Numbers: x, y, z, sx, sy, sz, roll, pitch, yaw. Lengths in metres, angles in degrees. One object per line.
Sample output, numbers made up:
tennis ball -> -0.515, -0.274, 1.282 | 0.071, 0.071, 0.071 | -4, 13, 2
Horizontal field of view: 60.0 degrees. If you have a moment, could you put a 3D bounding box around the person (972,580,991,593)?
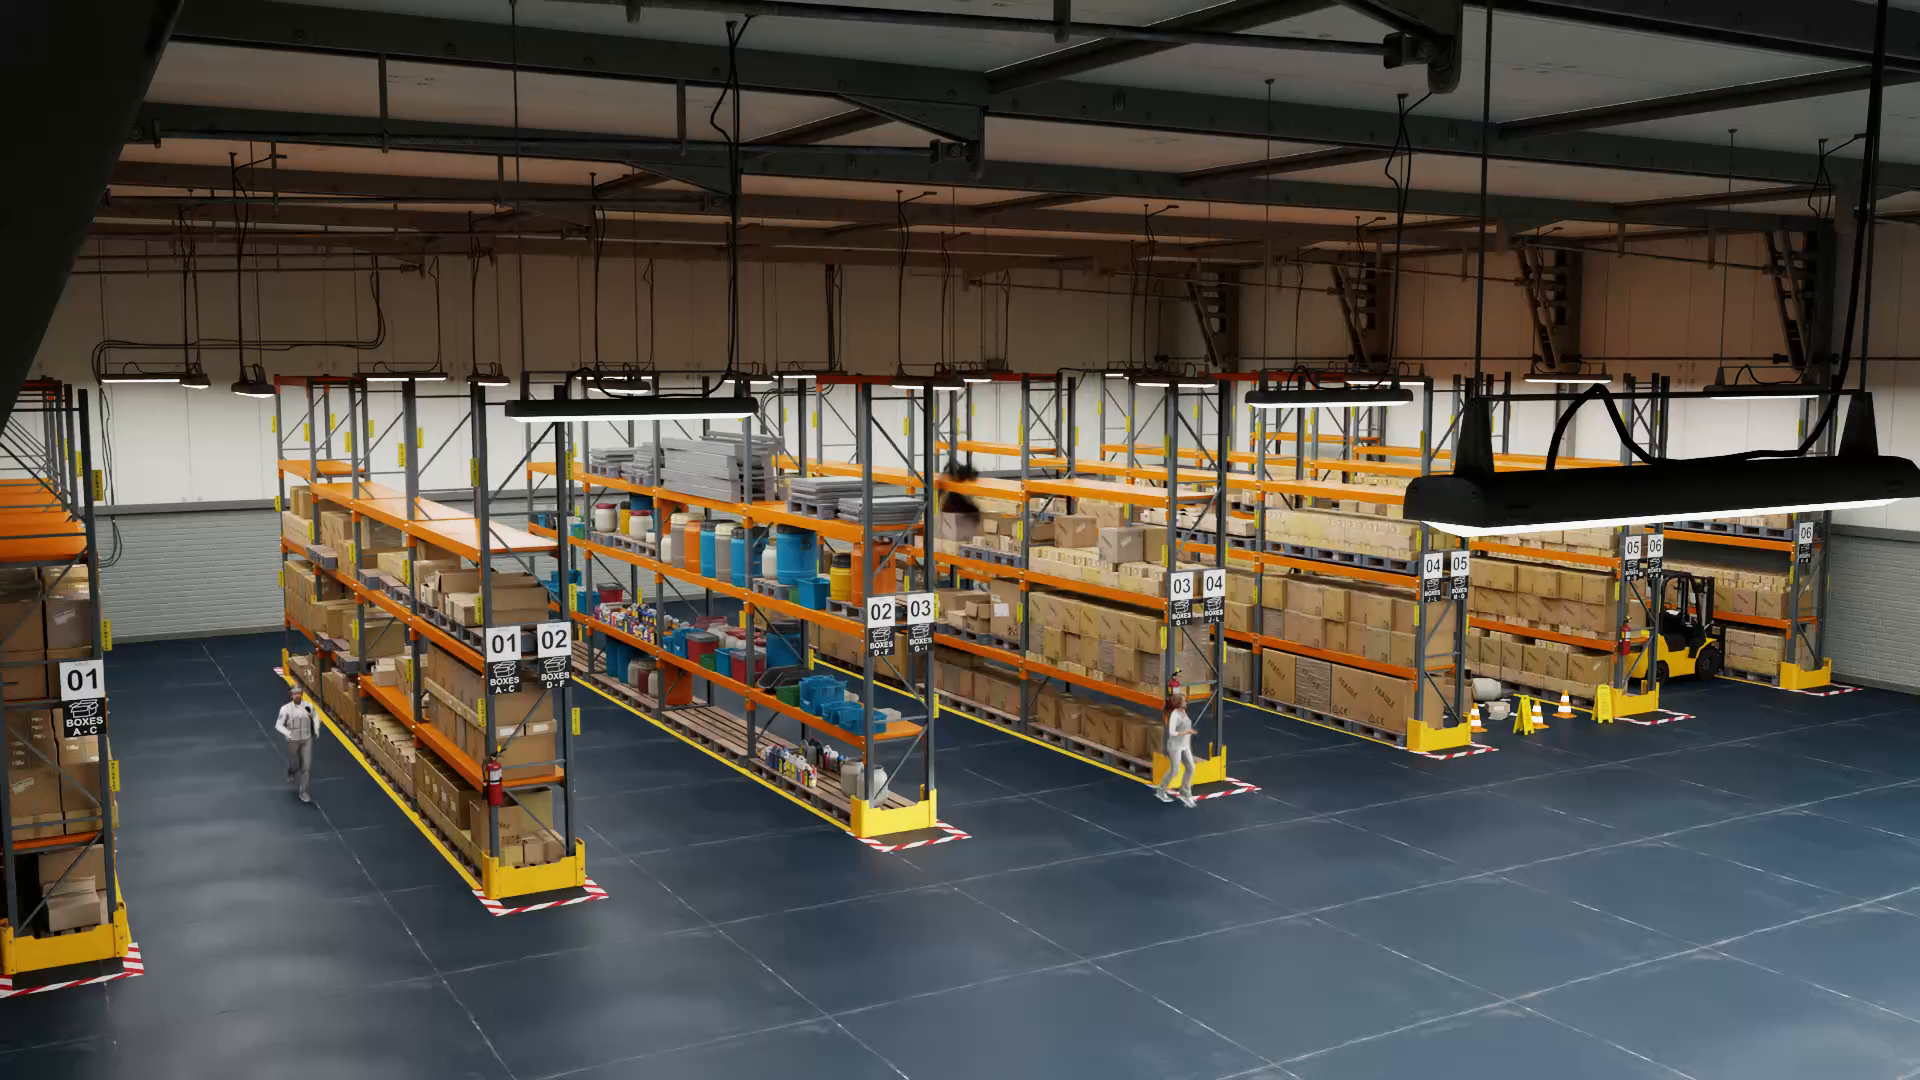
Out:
person -> 0.513, 0.822, 42.813 | 0.851, 1.700, 0.559 | -3, 7, -29

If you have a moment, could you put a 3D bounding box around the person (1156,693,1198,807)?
person -> 3.084, 2.978, 23.534 | 0.640, 1.620, 0.528 | 4, 8, 34

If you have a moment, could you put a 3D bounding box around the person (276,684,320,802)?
person -> -9.533, 2.888, 24.023 | 0.632, 1.670, 0.842 | -4, 7, -32
